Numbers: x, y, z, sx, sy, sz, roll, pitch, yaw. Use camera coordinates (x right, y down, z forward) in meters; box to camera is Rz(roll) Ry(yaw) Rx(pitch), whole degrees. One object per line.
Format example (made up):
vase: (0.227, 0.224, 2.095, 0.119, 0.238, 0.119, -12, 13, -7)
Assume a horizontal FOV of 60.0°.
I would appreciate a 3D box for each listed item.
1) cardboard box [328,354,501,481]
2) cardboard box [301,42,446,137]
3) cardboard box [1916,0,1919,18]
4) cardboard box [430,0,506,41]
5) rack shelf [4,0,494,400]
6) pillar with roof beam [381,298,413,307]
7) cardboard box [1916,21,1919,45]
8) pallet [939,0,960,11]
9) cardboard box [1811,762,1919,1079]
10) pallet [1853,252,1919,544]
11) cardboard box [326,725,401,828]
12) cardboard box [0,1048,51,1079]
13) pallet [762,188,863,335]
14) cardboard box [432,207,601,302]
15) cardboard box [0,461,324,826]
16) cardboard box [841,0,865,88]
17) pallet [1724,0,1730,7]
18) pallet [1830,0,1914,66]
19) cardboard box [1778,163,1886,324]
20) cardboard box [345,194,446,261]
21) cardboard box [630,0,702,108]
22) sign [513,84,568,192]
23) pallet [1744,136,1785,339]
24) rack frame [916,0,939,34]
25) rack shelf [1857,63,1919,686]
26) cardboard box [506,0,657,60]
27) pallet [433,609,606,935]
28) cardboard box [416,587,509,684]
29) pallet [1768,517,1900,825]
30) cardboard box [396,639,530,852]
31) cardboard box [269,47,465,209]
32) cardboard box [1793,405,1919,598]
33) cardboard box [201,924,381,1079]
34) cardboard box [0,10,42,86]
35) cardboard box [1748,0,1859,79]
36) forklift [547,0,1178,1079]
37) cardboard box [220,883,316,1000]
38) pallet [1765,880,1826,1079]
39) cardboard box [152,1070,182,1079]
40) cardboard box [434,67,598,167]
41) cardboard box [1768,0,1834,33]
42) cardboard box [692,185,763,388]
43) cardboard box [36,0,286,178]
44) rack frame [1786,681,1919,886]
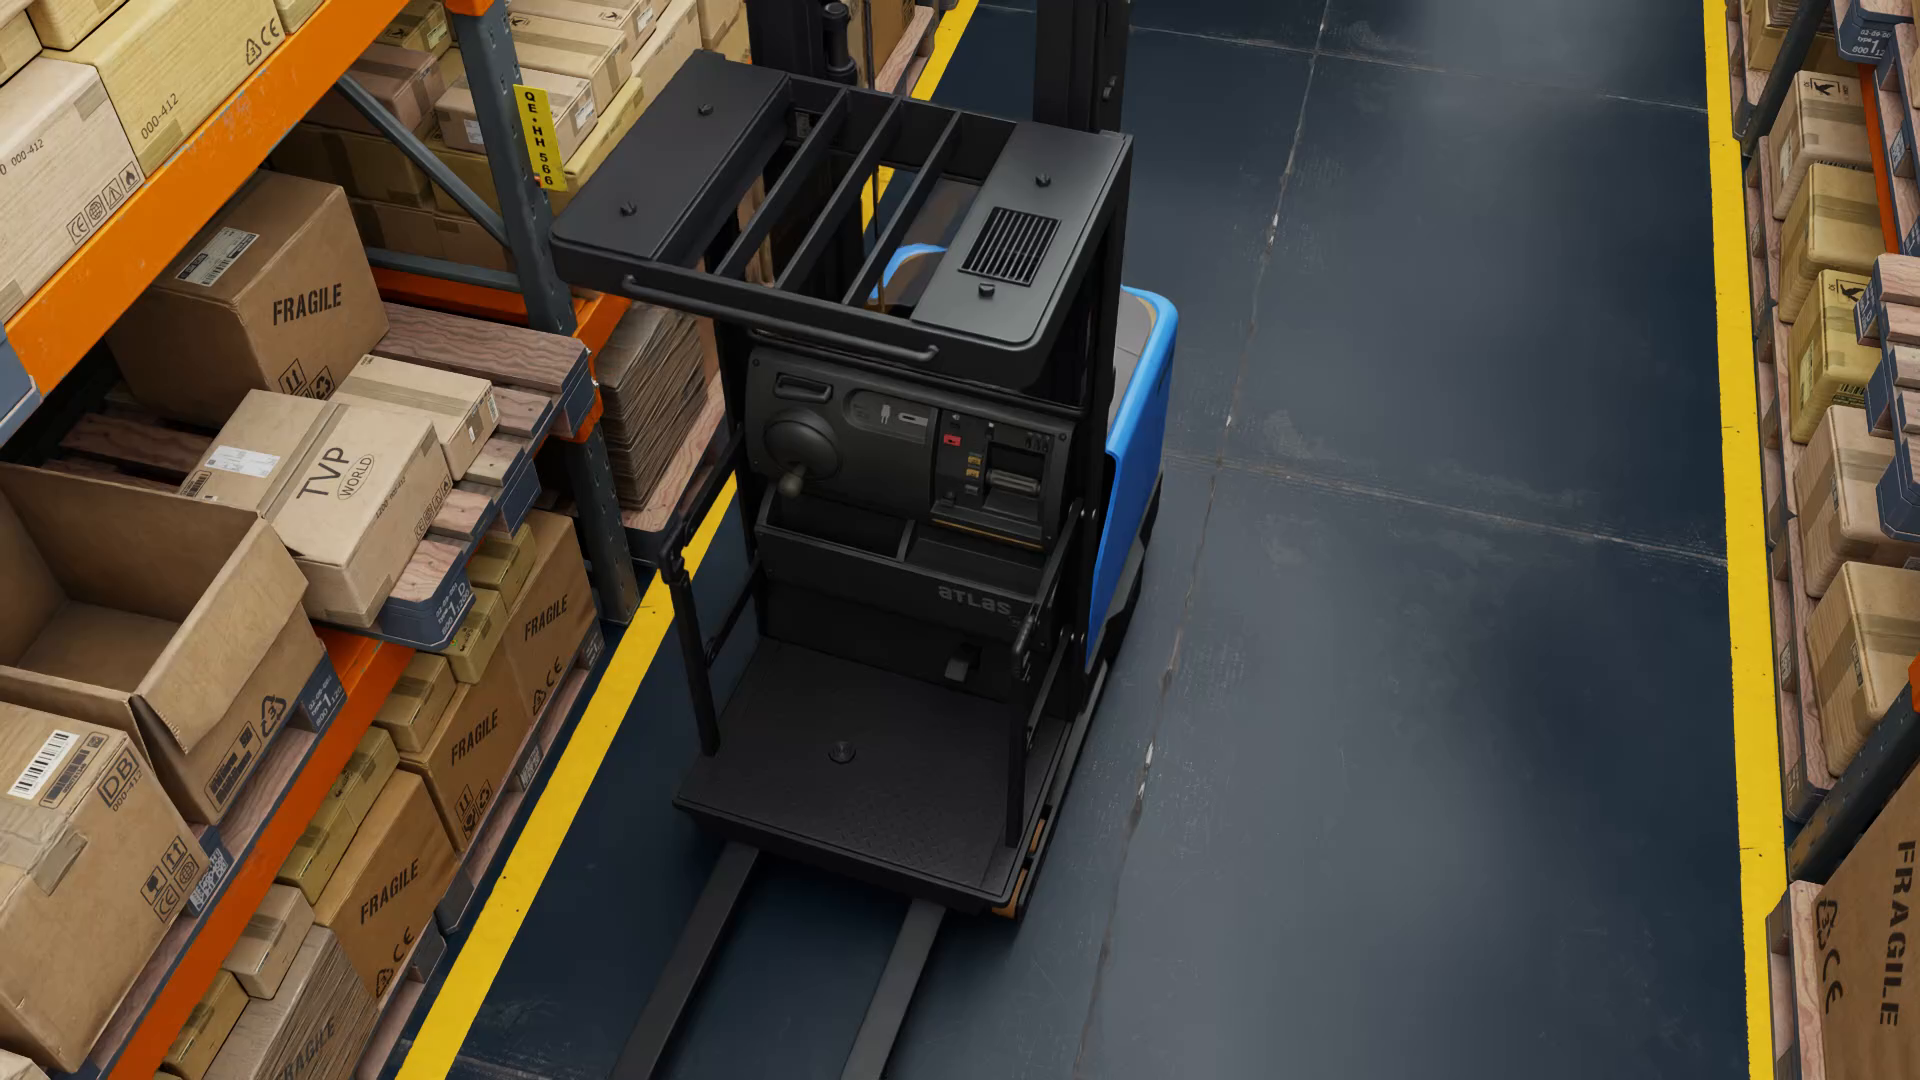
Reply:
cardboard box: (-1.461, -0.329, 4.427, 0.380, 0.149, 0.250, 12, 50, 11)
cardboard box: (-1.768, -1.347, 4.938, 0.380, 0.149, 0.250, 13, 50, 11)
cardboard box: (3.510, -2.011, 5.479, 0.500, 0.500, 0.500, 11, 50, 10)
cardboard box: (-1.680, -1.733, 5.280, 0.380, 0.149, 0.250, 12, 50, 10)
rack shelf: (-2.185, -0.131, 2.845, 1.077, 0.370, 4.000, 12, 50, 10)
pillar with roof beam: (1.969, -3.080, 2.966, 9.100, 9.000, 0.400, 12, 50, 10)
cardboard box: (3.484, -1.703, 5.640, 0.380, 0.149, 0.250, 12, 50, 10)
pallet: (-0.356, -3.361, 9.076, 1.003, 0.211, 1.213, 12, 50, 10)
cardboard box: (2.869, 1.201, 4.327, 0.875, 0.875, 0.875, 11, 50, 10)
pallet: (3.216, -0.320, 4.660, 1.213, 0.211, 1.003, 12, 50, 10)
cardboard box: (-1.811, 0.624, 4.653, 0.380, 0.149, 0.250, 13, 50, 11)
cardboard box: (-1.975, 1.046, 3.136, 0.396, 0.266, 0.258, 14, 50, 12)
pallet: (-1.081, -1.368, 7.317, 1.003, 0.211, 1.213, 12, 50, 10)
cardboard box: (-1.306, -1.047, 5.273, 0.500, 0.250, 0.500, 12, 50, 10)
cardboard box: (-1.909, 0.220, 3.706, 0.797, 0.503, 0.637, 11, 49, 9)
cardboard box: (-0.944, -2.131, 7.434, 0.875, 0.625, 0.625, 11, 50, 10)
pallet: (4.646, -3.195, 8.929, 1.003, 0.211, 1.213, 12, 50, 10)
pallet: (3.843, -2.152, 6.277, 1.003, 0.211, 1.213, 12, 50, 10)
cardboard box: (3.863, -1.109, 6.701, 0.950, 0.372, 0.625, 14, 50, 12)
cardboard box: (-1.787, -1.150, 5.364, 0.500, 0.250, 0.500, 11, 49, 9)
cardboard box: (-1.173, -1.574, 5.405, 0.500, 0.250, 0.500, 13, 50, 11)
sign: (-1.132, -1.080, 4.483, 0.100, 0.325, 0.005, 12, 50, 10)
pallet: (3.981, -1.254, 7.216, 1.003, 0.211, 1.213, 12, 50, 10)
rack frame: (-0.605, -3.717, 7.530, 1.000, 3.000, 0.127, 12, 50, 10)
rack shelf: (3.658, -1.055, 5.661, 1.077, 0.370, 4.000, 12, 50, 10)
cardboard box: (-1.178, -1.628, 5.187, 0.380, 0.149, 0.250, 13, 50, 11)
pallet: (-1.891, 0.632, 5.552, 1.003, 0.211, 1.213, 12, 50, 10)
cardboard box: (-1.586, 0.261, 4.974, 0.380, 0.149, 0.250, 9, 49, 8)
pallet: (3.339, 0.511, 5.658, 1.003, 0.211, 1.213, 12, 50, 10)
cardboard box: (-1.704, 0.573, 5.131, 0.500, 0.500, 0.500, 11, 49, 9)
cardboard box: (-1.808, -1.319, 5.180, 0.500, 0.250, 0.500, 13, 50, 11)
cardboard box: (3.476, -0.058, 5.773, 0.950, 0.372, 0.625, 11, 49, 9)
cardboard box: (-1.958, 1.331, 4.462, 0.500, 0.500, 0.500, 10, 49, 9)
cardboard box: (-1.837, -0.867, 2.848, 0.380, 0.149, 0.250, 12, 50, 10)
cardboard box: (4.081, -2.450, 7.965, 0.500, 0.250, 0.500, 14, 50, 12)
forklift: (-0.220, -0.143, 4.422, 1.130, 2.935, 3.031, 15, 50, 13)
cardboard box: (-1.920, 1.011, 4.312, 0.380, 0.149, 0.250, 9, 49, 8)
pallet: (2.851, 1.631, 4.669, 1.003, 0.211, 1.213, 12, 50, 10)
cardboard box: (-2.077, 1.379, 3.986, 0.380, 0.149, 0.250, 13, 50, 11)
cardboard box: (-1.290, -1.244, 4.848, 0.380, 0.149, 0.250, 13, 50, 11)
cardboard box: (4.081, -2.698, 7.684, 0.500, 0.500, 0.500, 11, 49, 10)
cardboard box: (-1.316, -1.099, 6.523, 0.875, 0.625, 0.625, 13, 50, 11)
cardboard box: (-1.691, -0.984, 3.217, 0.500, 0.250, 0.500, 12, 50, 10)
rack frame: (3.131, 0.153, 4.114, 1.000, 3.000, 0.127, 12, 50, 10)
